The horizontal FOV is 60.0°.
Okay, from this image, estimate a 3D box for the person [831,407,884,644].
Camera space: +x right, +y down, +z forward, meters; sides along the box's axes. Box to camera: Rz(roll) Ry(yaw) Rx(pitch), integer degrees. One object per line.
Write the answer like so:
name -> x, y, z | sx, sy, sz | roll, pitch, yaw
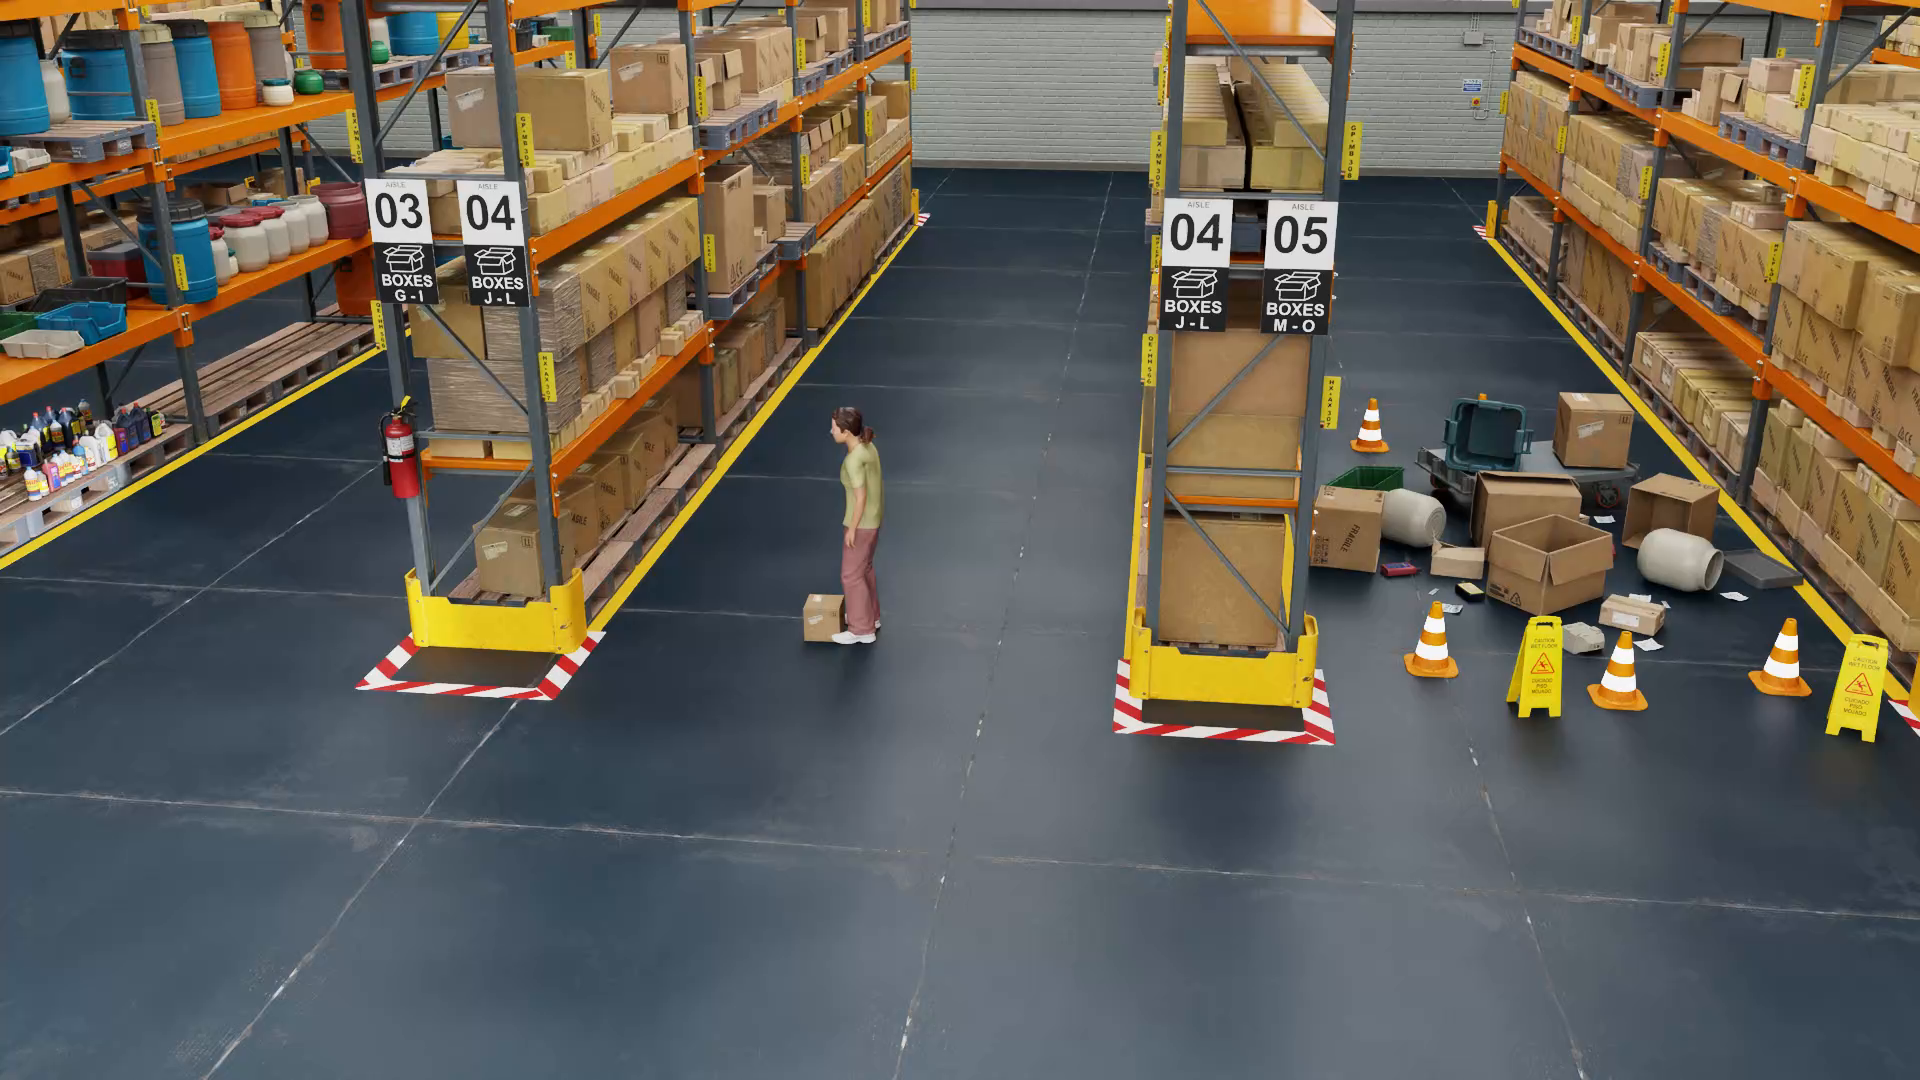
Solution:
person -> -0.701, -0.002, 11.416 | 0.359, 1.436, 0.498 | 3, 21, 7
